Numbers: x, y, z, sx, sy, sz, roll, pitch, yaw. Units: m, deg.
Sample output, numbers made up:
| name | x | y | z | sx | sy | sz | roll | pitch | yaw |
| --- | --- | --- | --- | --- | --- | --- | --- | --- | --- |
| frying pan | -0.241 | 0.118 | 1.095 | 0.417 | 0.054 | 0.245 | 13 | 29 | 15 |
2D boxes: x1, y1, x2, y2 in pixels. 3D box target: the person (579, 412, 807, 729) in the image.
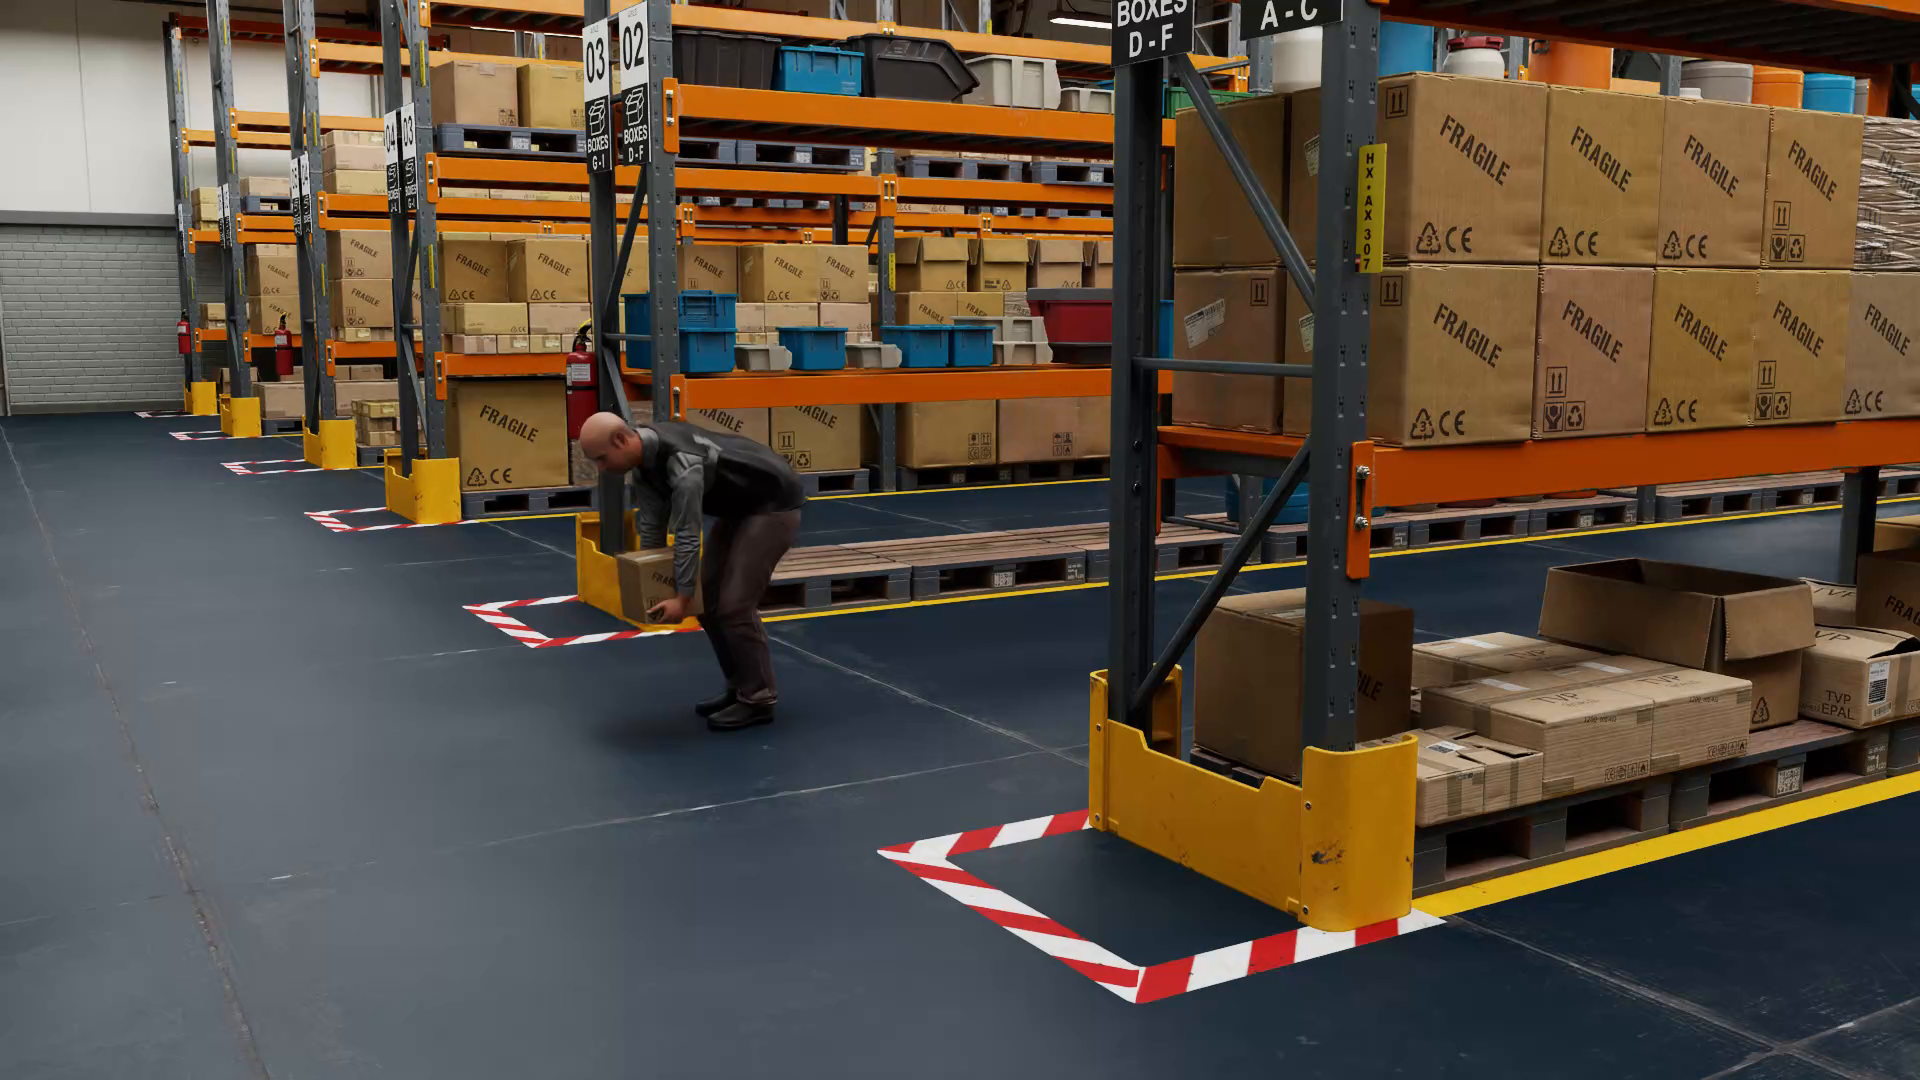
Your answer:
| name | x | y | z | sx | sy | sz | roll | pitch | yaw |
| --- | --- | --- | --- | --- | --- | --- | --- | --- | --- |
| person | -1.065 | 0.117 | 6.668 | 0.916 | 1.281 | 0.462 | -5 | 10 | -32 |
